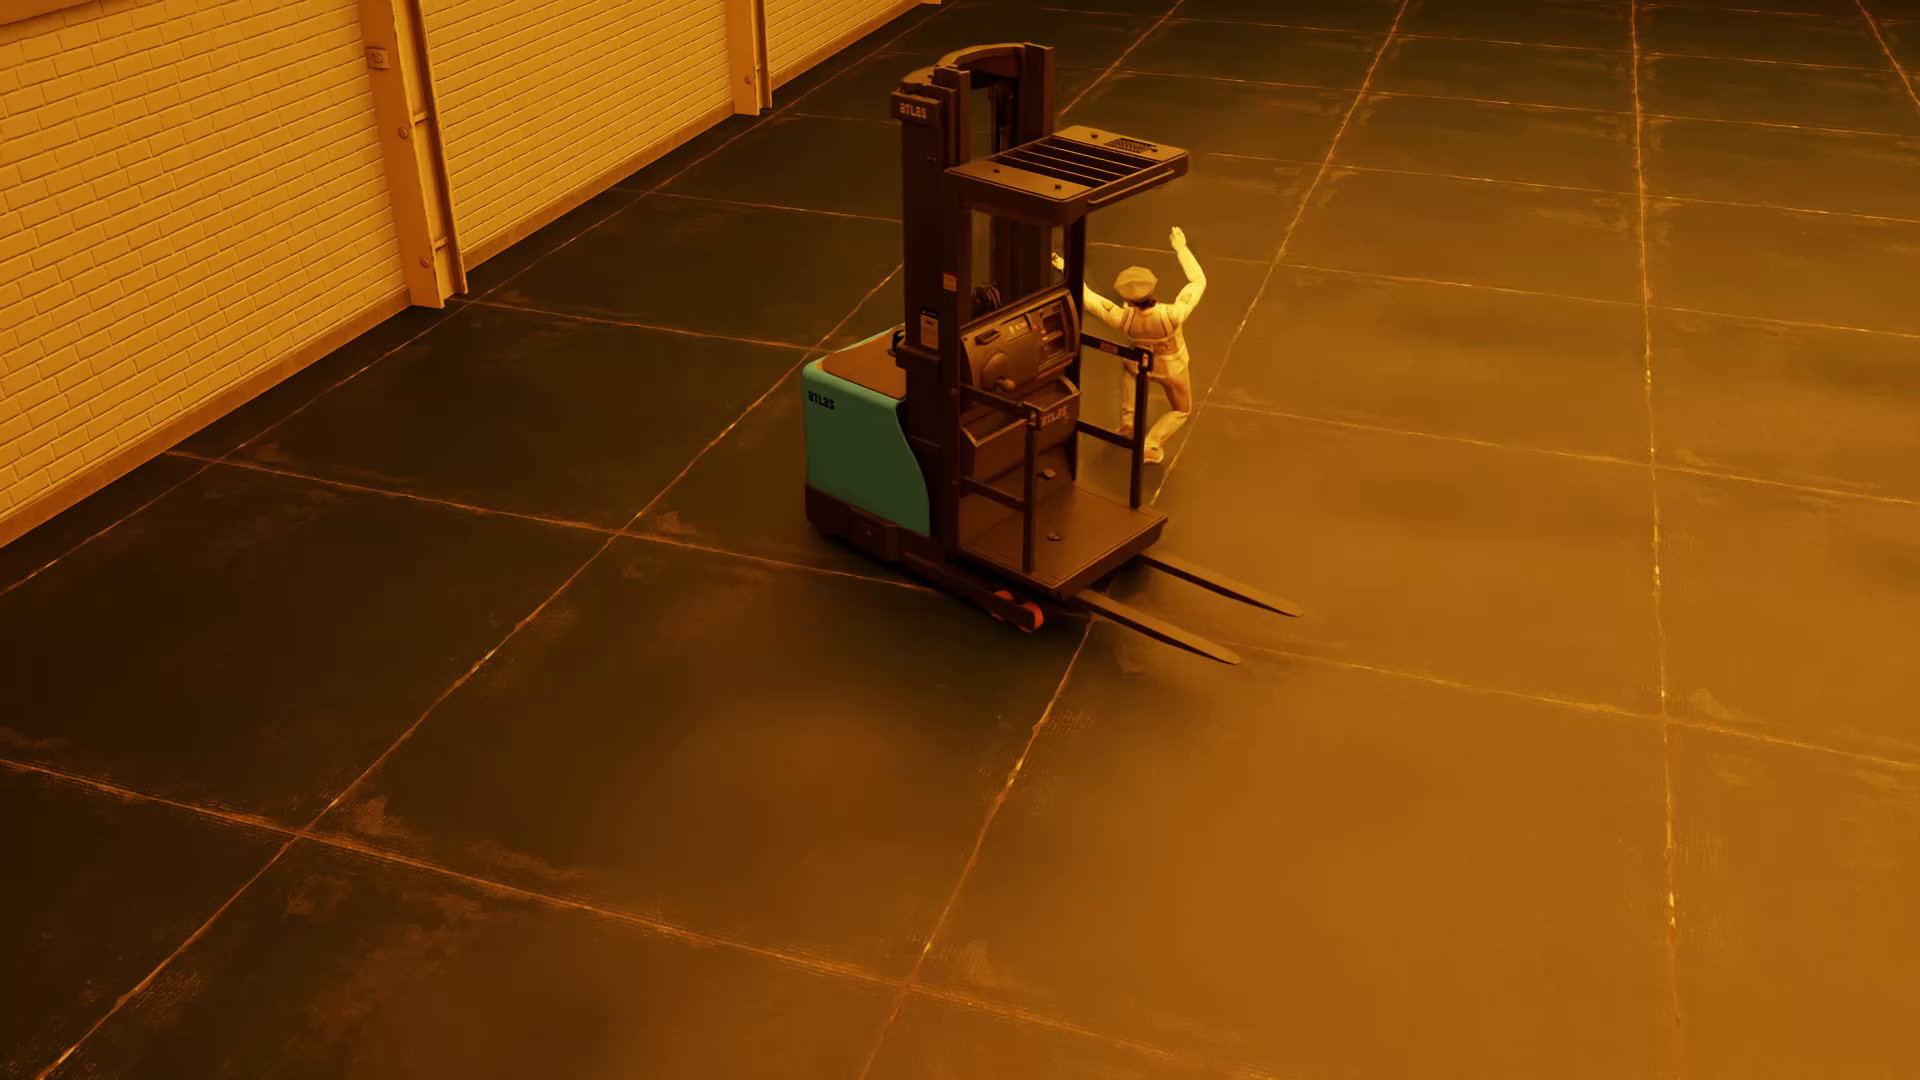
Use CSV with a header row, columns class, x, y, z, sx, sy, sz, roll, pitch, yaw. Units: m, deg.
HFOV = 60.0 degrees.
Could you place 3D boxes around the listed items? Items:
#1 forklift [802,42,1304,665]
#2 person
class,x,y,z,sx,sy,sz,roll,pitch,yaw
forklift,0.497,-1.058,8.993,3.031,2.935,1.130,23,37,35
person,1.061,-1.251,10.745,0.997,1.554,0.818,12,32,20
